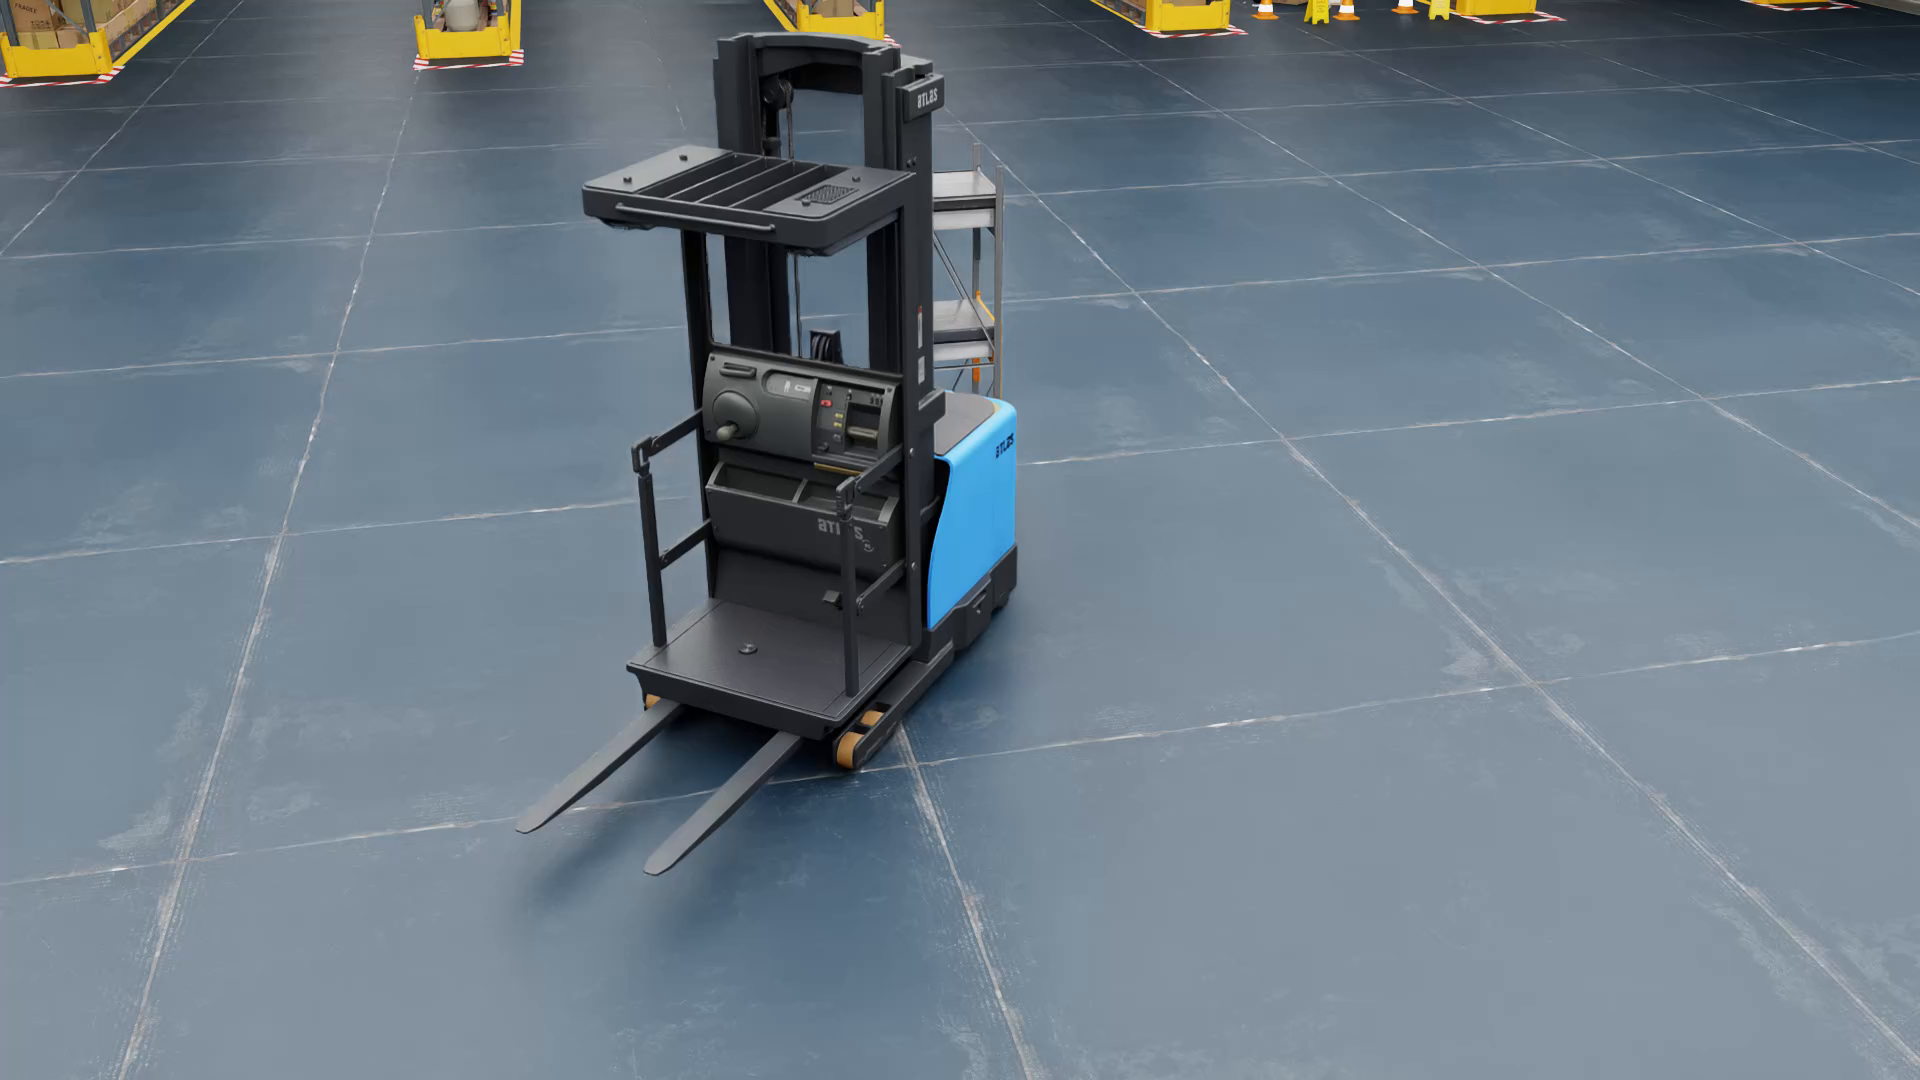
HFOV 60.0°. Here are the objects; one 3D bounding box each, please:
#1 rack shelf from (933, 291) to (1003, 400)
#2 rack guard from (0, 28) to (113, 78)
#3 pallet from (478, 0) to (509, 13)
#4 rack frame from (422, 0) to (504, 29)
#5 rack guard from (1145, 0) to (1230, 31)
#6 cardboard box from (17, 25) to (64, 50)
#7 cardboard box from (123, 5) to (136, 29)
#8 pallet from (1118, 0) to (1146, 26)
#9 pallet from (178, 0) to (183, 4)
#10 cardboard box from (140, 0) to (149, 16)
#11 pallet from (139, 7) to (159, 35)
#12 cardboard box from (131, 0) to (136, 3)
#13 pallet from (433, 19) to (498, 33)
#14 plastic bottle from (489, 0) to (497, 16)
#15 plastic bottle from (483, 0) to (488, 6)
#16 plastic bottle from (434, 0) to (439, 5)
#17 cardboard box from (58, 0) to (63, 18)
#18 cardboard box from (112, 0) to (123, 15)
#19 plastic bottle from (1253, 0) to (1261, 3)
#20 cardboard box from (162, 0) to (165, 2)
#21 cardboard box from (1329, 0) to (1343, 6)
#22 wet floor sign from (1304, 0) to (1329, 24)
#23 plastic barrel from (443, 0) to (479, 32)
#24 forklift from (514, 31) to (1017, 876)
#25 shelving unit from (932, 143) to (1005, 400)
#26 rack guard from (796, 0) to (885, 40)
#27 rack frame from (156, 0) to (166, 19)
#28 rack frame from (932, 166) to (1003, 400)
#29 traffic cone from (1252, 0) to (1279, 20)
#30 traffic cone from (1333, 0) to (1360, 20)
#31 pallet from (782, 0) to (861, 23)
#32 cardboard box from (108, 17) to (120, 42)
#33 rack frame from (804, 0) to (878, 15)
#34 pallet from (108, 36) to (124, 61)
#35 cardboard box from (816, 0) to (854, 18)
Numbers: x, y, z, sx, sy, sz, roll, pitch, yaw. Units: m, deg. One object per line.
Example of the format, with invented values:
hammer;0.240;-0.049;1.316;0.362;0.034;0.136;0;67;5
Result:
rack shelf;-0.037;-0.998;8.927;0.431;0.518;0.480;-6;27;-12
rack guard;-11.266;-6.076;20.733;1.175;0.500;0.348;-6;27;-12
pallet;-7.236;-7.916;24.698;1.003;0.211;1.213;-6;27;-12
rack frame;-6.445;-7.704;21.184;1.000;3.000;0.127;-6;27;-12
rack guard;3.241;-7.539;23.632;1.175;0.500;0.348;-6;27;-12
cardboard box;-11.680;-6.368;21.122;0.500;0.250;0.500;-6;27;-12
cardboard box;-11.512;-7.079;22.531;0.500;0.250;0.500;-6;27;-12
pallet;2.979;-7.764;24.398;1.003;0.211;1.213;-6;27;-12
pallet;-12.656;-8.569;25.994;1.003;0.211;1.213;-6;27;-12
cardboard box;-11.753;-7.516;23.398;0.500;0.250;0.500;-6;27;-12
pallet;-12.035;-7.360;23.597;1.003;0.211;1.213;-6;27;-12
cardboard box;-11.638;-7.632;22.795;0.500;0.500;0.500;-6;27;-12
pallet;-6.686;-6.844;22.576;1.003;0.211;1.213;-6;27;-12
plastic bottle;-6.550;-7.510;23.339;0.097;0.271;0.097;0;27;0
plastic bottle;-6.875;-7.881;24.061;0.061;0.283;0.133;-6;27;-12
plastic bottle;-7.330;-7.498;23.304;0.061;0.283;0.133;-5;27;-10
cardboard box;-11.922;-7.140;21.820;0.500;0.500;0.500;-6;27;-12
cardboard box;-11.415;-7.192;21.924;0.500;0.500;0.500;-6;27;-12
plastic bottle;4.636;-8.348;25.722;0.133;0.061;0.283;-16;31;-29
cardboard box;-12.023;-8.120;24.595;0.500;0.250;0.500;-7;28;-13
cardboard box;5.772;-8.310;25.549;0.380;0.149;0.250;8;28;15
wet floor sign;5.171;-7.803;23.994;0.267;0.644;0.232;-11;29;-20
plastic barrel;-6.668;-7.062;22.207;0.421;0.512;0.421;0;27;0
forklift;-0.795;-0.528;7.043;1.130;2.935;3.031;12;29;23
shelving unit;-0.037;-1.010;8.921;0.431;2.100;0.503;-6;27;-12
rack guard;-1.636;-7.124;22.809;1.175;0.500;0.348;-6;27;-12
rack frame;-12.173;-8.958;23.669;1.000;3.000;0.127;-6;27;-12
rack frame;0.018;-0.903;8.709;0.400;2.100;0.015;-6;27;-12
traffic cone;4.500;-7.911;24.409;0.336;0.463;0.334;-6;27;-12
traffic cone;5.677;-7.876;24.341;0.336;0.463;0.334;-6;27;-12
pallet;-2.057;-7.890;24.647;1.003;0.211;1.213;-6;27;-12
cardboard box;-11.292;-6.639;21.660;0.500;0.250;0.500;-6;27;-12
rack frame;-1.619;-8.206;22.180;1.000;3.000;0.127;-6;27;-12
pallet;-11.485;-6.289;21.475;1.003;0.211;1.213;-6;27;-12
cardboard box;-1.744;-7.554;23.195;0.500;0.500;0.500;-1;27;-2
